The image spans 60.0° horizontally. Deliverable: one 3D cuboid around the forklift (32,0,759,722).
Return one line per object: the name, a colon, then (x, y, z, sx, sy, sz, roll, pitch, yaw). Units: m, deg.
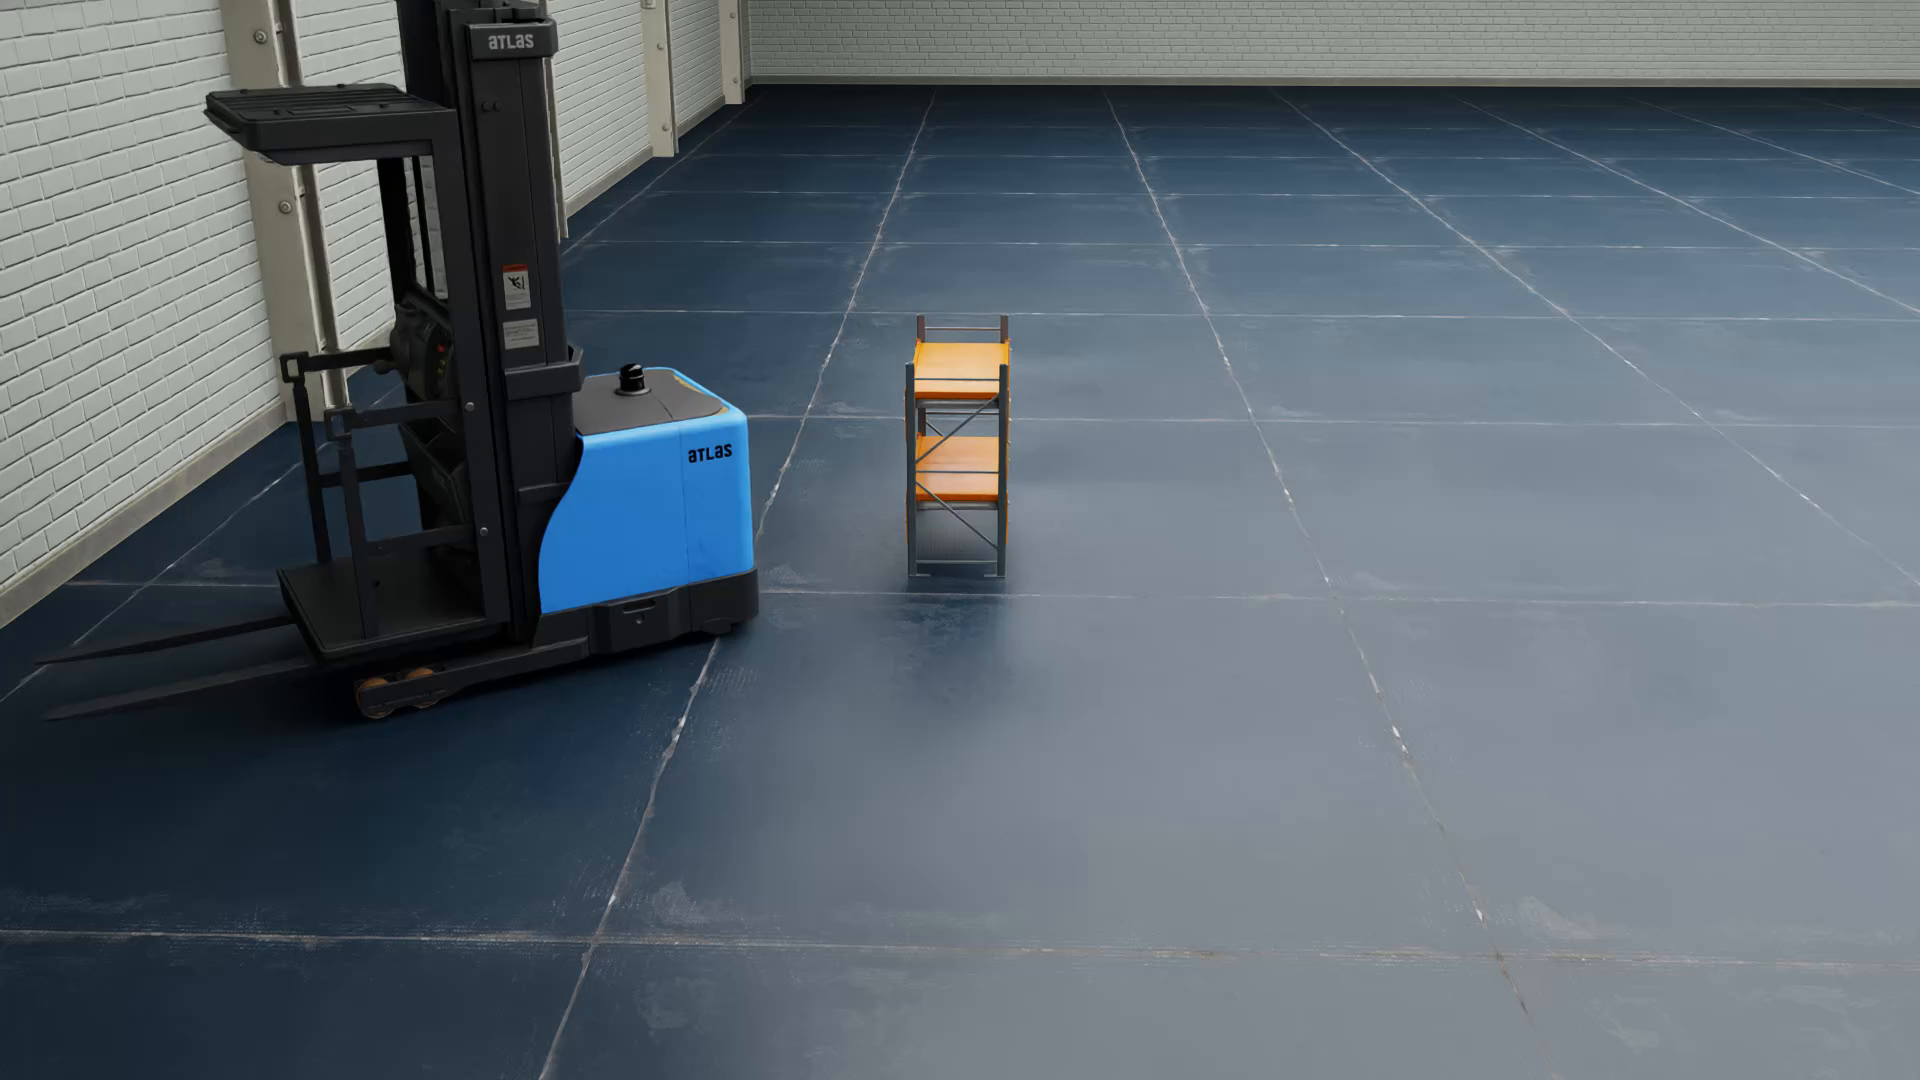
forklift: (-2.492, -0.826, 7.105, 3.031, 2.935, 1.130, -12, 24, -28)

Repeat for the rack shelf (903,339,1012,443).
rack shelf: (0.000, -0.795, 8.713, 0.538, 0.278, 1.000, 1, 21, 2)

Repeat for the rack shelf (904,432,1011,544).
rack shelf: (0.000, -0.294, 8.908, 0.538, 0.278, 1.000, 1, 21, 2)

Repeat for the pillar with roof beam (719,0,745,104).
pillar with roof beam: (0.500, -11.518, 26.273, 9.100, 9.000, 0.400, 1, 21, 2)

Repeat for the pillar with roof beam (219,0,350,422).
pillar with roof beam: (-0.048, -5.009, 9.499, 9.100, 9.000, 0.400, 1, 21, 2)

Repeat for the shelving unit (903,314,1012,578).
shelving unit: (0.000, -0.522, 8.819, 0.538, 1.125, 1.048, 1, 21, 2)

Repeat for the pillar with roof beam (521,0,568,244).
pillar with roof beam: (0.135, -7.179, 15.090, 9.100, 9.000, 0.400, 1, 21, 2)

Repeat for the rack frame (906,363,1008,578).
rack frame: (-0.016, -0.338, 8.345, 0.500, 1.125, 0.032, 1, 21, 2)

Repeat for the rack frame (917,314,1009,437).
rack frame: (0.015, -0.706, 9.293, 0.500, 1.125, 0.032, 1, 21, 2)

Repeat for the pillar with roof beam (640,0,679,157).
pillar with roof beam: (0.317, -9.348, 20.682, 9.100, 9.000, 0.400, 1, 21, 2)
